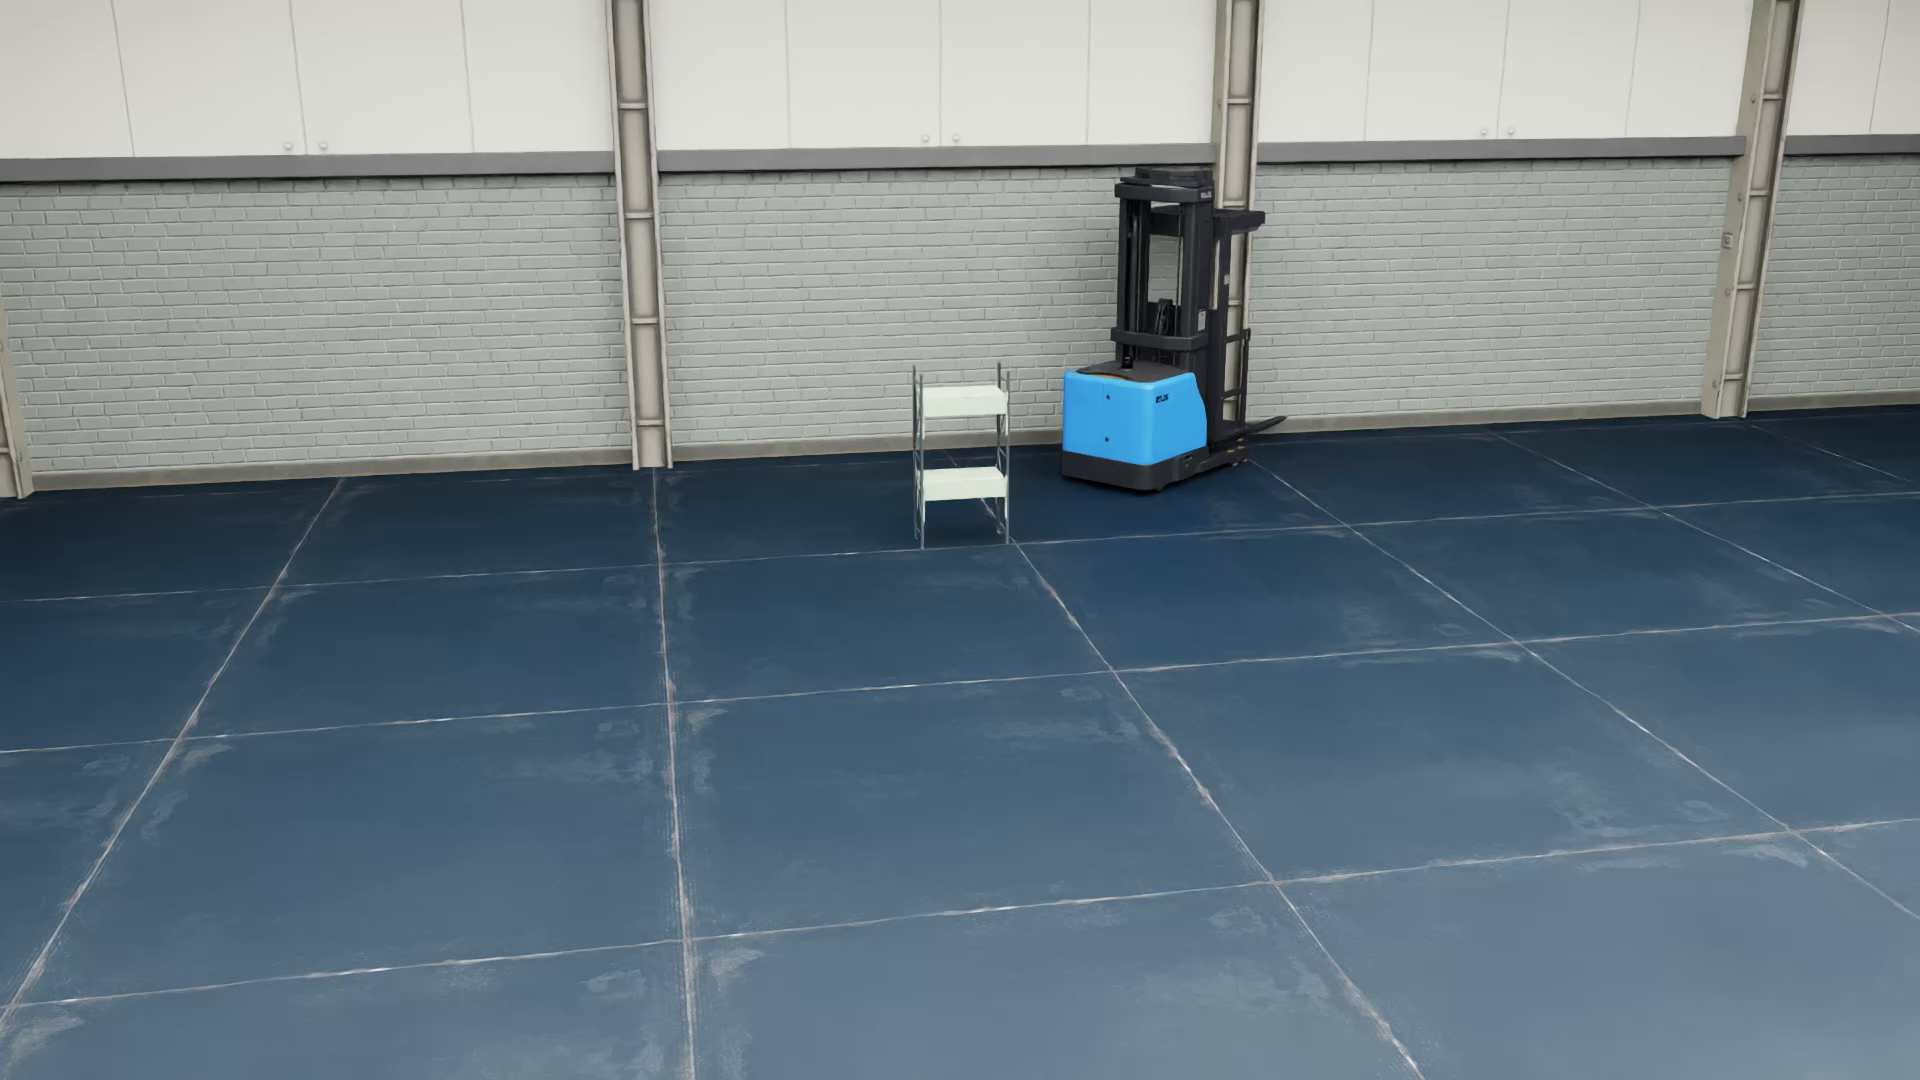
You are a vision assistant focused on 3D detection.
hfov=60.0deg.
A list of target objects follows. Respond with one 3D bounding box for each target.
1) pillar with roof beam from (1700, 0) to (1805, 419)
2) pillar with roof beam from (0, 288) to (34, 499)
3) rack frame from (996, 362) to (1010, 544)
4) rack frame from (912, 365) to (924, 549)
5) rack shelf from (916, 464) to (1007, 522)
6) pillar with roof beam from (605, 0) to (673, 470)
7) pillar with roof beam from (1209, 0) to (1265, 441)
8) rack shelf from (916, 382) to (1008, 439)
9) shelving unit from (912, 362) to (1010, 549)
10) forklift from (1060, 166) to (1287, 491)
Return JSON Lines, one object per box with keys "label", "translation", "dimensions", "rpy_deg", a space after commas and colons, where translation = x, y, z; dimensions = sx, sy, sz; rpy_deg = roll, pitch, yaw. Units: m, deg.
{"label": "pillar with roof beam", "translation": [9.501, -4.484, 13.583], "dimensions": [0.400, 9.000, 9.100], "rpy_deg": [-3, 17, -10]}
{"label": "pillar with roof beam", "translation": [-8.172, -3.481, 10.318], "dimensions": [0.400, 9.000, 9.100], "rpy_deg": [-3, 17, -10]}
{"label": "rack frame", "translation": [0.366, -0.738, 14.159], "dimensions": [0.023, 1.500, 0.400], "rpy_deg": [-3, 17, -10]}
{"label": "rack frame", "translation": [-0.353, -0.697, 14.026], "dimensions": [0.023, 1.500, 0.400], "rpy_deg": [-3, 17, -10]}
{"label": "rack shelf", "translation": [0.007, -0.406, 14.189], "dimensions": [0.720, 0.370, 0.431], "rpy_deg": [-3, 17, -10]}
{"label": "pillar with roof beam", "translation": [-2.281, -3.815, 11.406], "dimensions": [0.400, 9.000, 9.100], "rpy_deg": [-3, 17, -10]}
{"label": "pillar with roof beam", "translation": [3.610, -4.149, 12.495], "dimensions": [0.400, 9.000, 9.100], "rpy_deg": [-3, 17, -10]}
{"label": "rack shelf", "translation": [0.007, -1.090, 13.978], "dimensions": [0.720, 0.370, 0.431], "rpy_deg": [-3, 17, -10]}
{"label": "shelving unit", "translation": [0.007, -0.717, 14.093], "dimensions": [0.755, 1.500, 0.431], "rpy_deg": [-3, 17, -10]}
{"label": "forklift", "translation": [2.297, -2.226, 16.569], "dimensions": [1.130, 2.935, 3.031], "rpy_deg": [13, 22, 37]}
